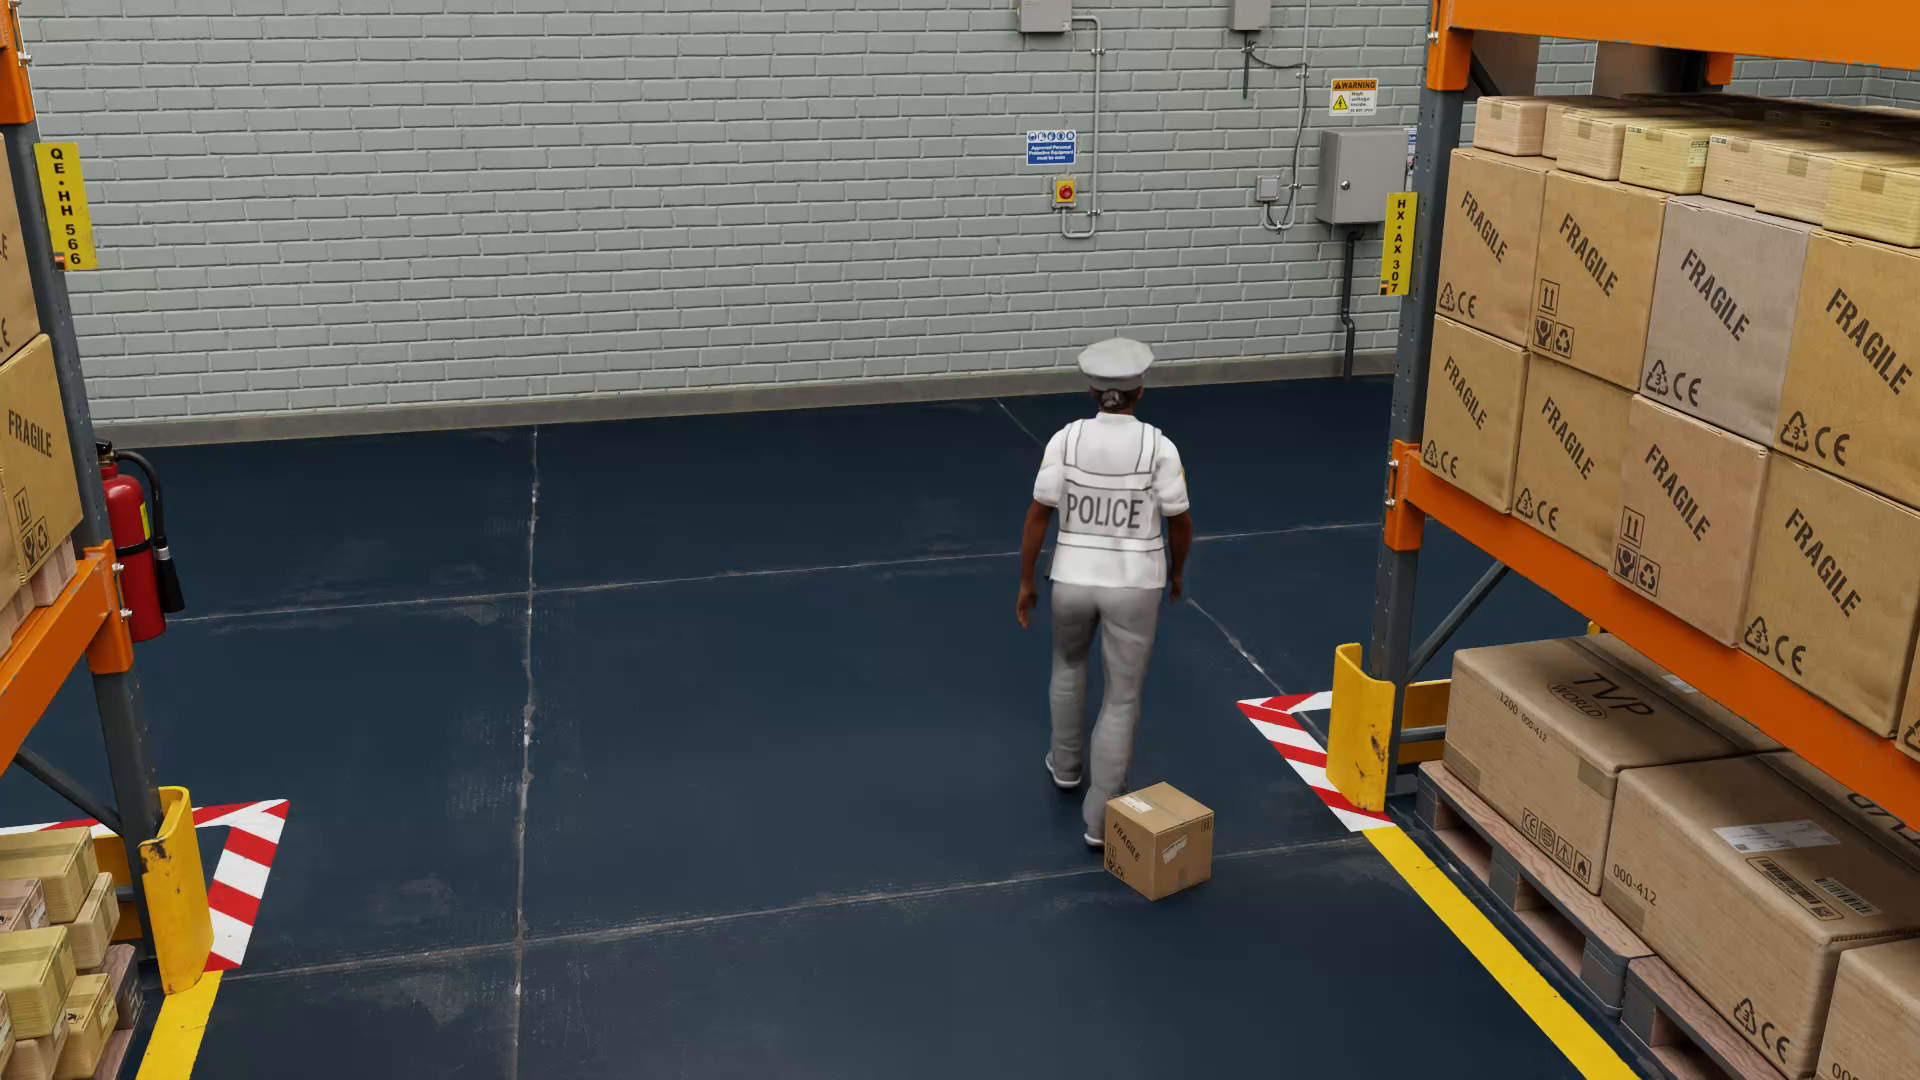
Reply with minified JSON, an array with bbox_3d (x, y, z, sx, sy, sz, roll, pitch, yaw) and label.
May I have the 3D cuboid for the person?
[{"bbox_3d":[0.482,0.163,5.599,0.553,1.644,0.618,7,21,20],"label":"person"}]
